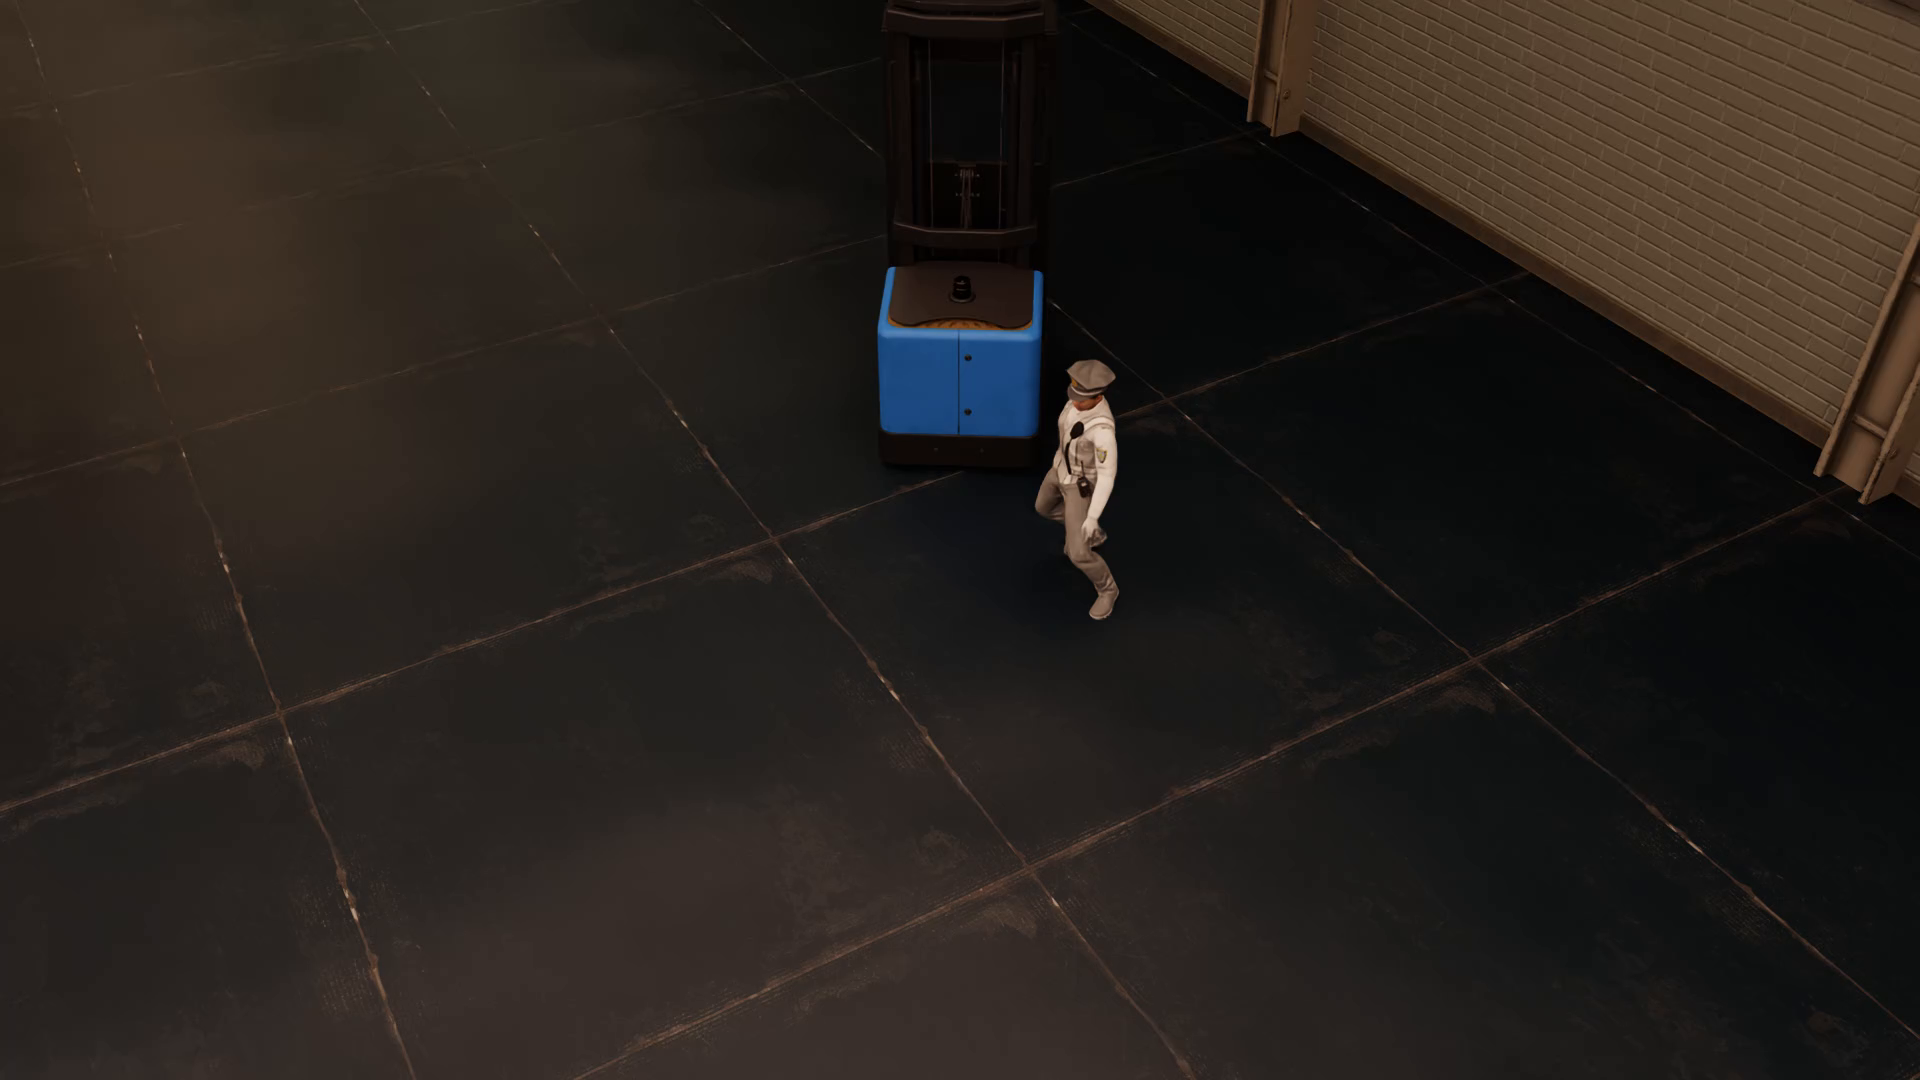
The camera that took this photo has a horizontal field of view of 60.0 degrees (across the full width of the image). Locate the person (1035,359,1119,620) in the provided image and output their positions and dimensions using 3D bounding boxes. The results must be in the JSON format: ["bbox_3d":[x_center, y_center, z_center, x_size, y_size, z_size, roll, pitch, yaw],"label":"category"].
[{"bbox_3d":[0.710,-0.380,9.565,0.460,1.587,0.817,-8,40,-9],"label":"person"}]

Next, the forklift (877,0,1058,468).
[{"bbox_3d":[0.069,-2.518,11.072,1.130,2.935,3.031,2,40,2],"label":"forklift"}]
